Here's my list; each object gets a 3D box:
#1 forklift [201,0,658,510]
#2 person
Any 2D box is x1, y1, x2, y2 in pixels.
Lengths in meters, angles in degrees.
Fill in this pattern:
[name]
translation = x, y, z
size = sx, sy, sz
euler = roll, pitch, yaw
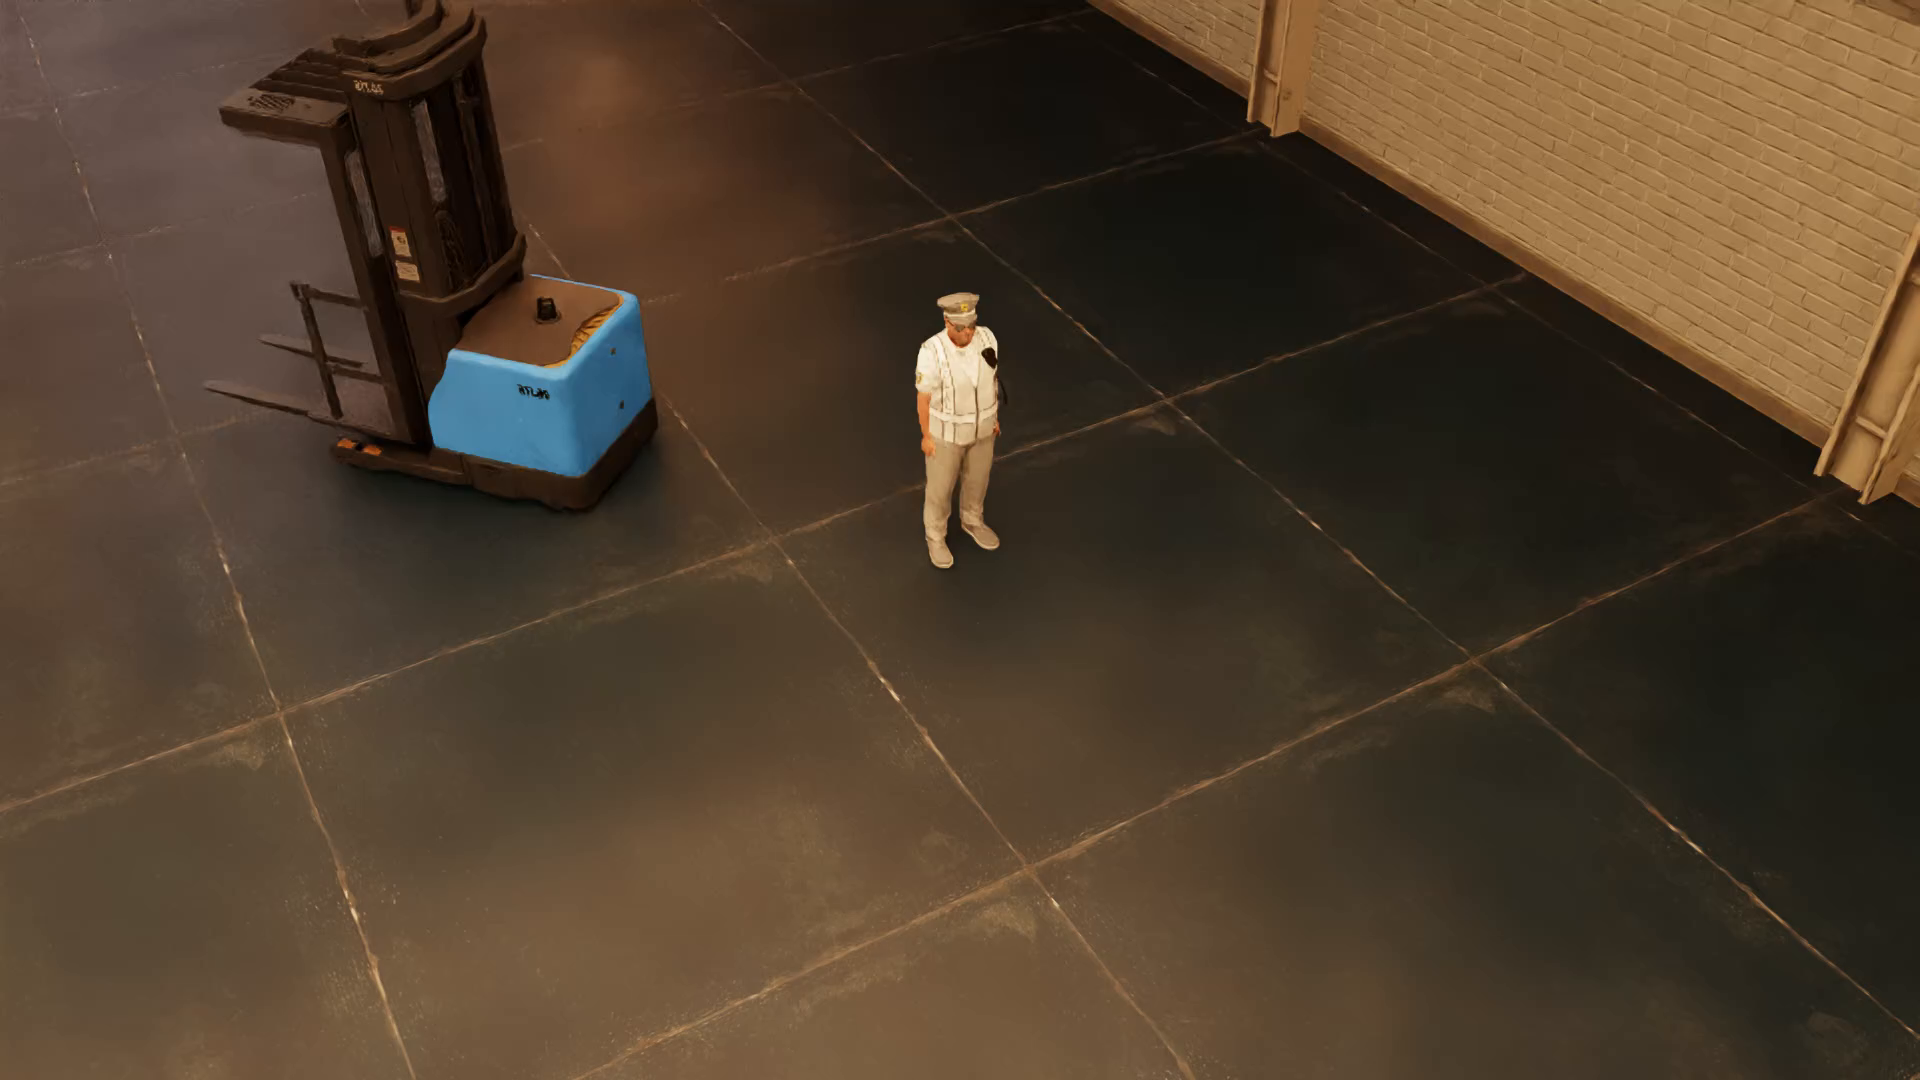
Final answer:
[forklift]
translation = -3.596, -1.887, 10.311
size = 3.031, 2.935, 1.130
euler = 13, 41, 15
[person]
translation = 0.009, -0.673, 9.757
size = 0.523, 1.773, 0.396
euler = -20, 44, -23
